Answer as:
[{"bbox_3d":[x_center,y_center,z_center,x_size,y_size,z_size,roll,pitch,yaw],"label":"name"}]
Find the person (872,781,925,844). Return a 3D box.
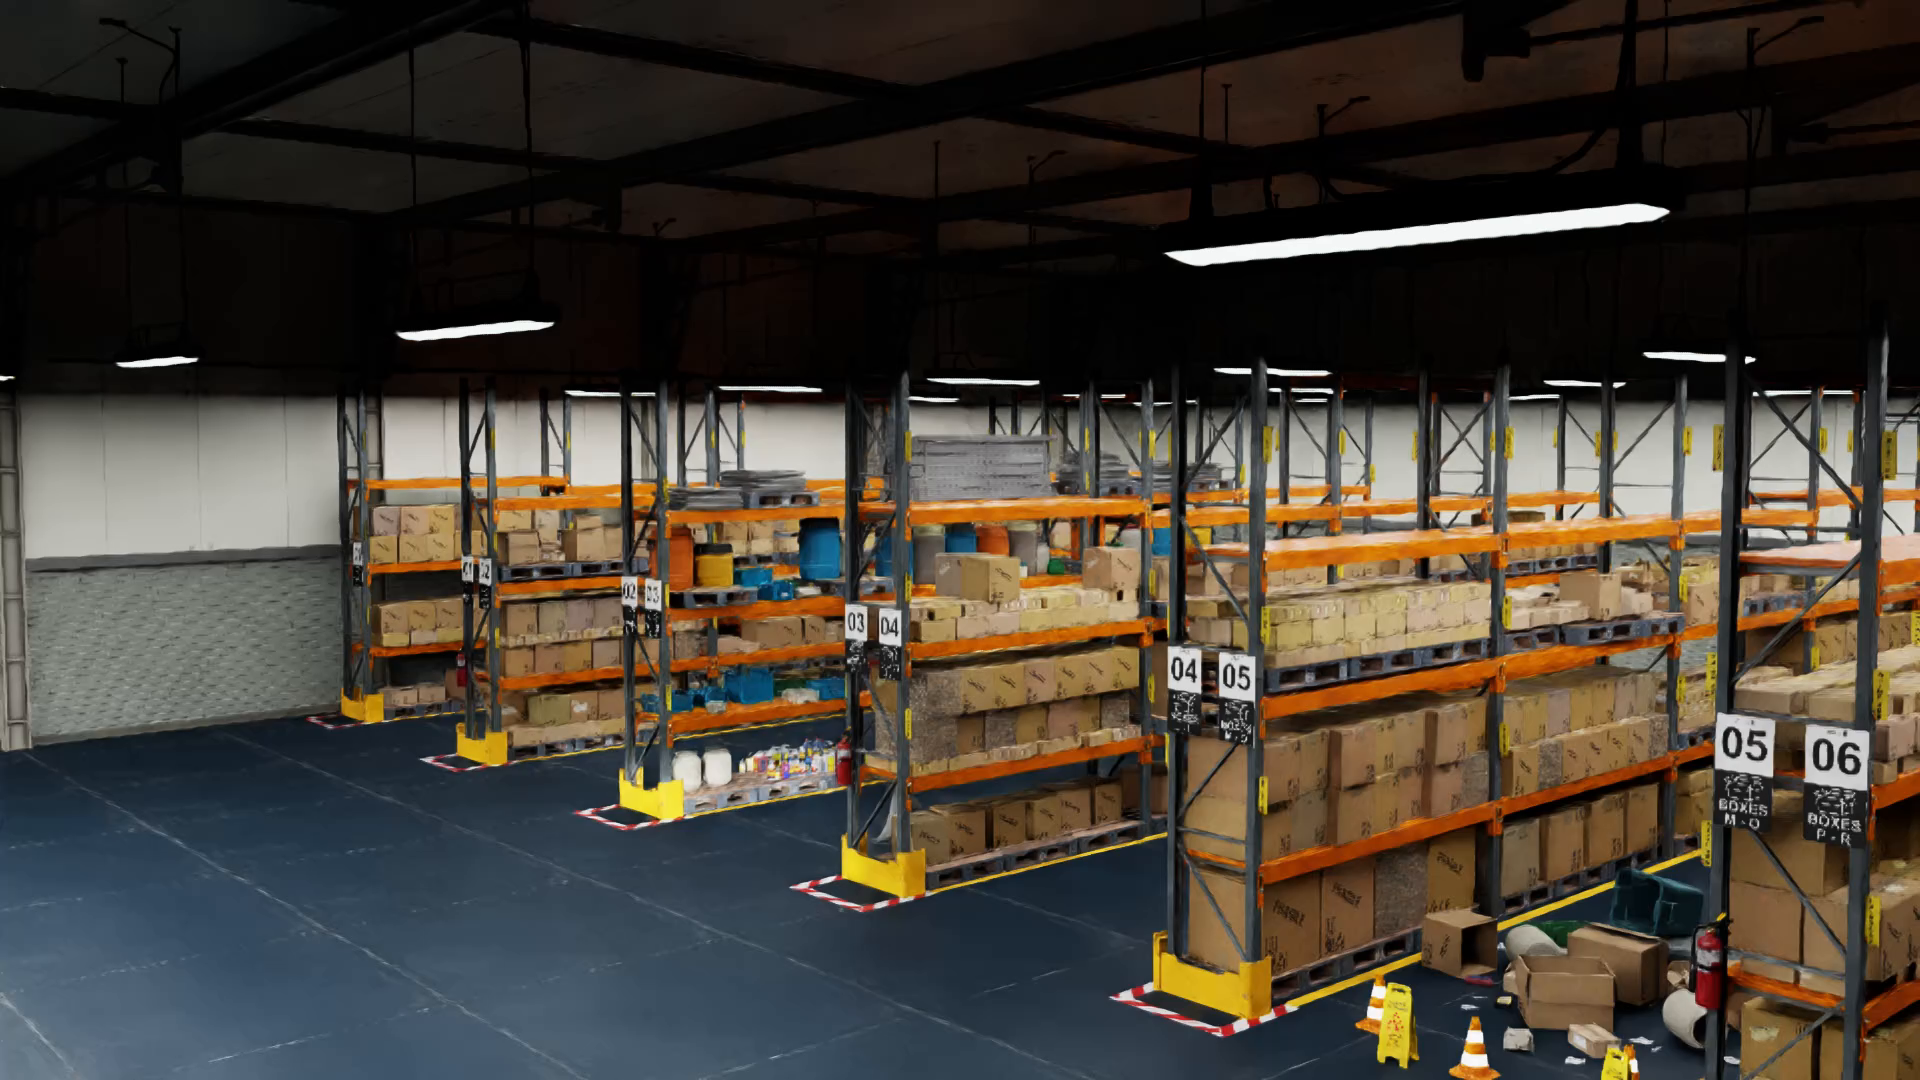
[{"bbox_3d":[-0.762,2.977,20.983,1.088,1.587,0.456,-3,5,-39],"label":"person"}]
